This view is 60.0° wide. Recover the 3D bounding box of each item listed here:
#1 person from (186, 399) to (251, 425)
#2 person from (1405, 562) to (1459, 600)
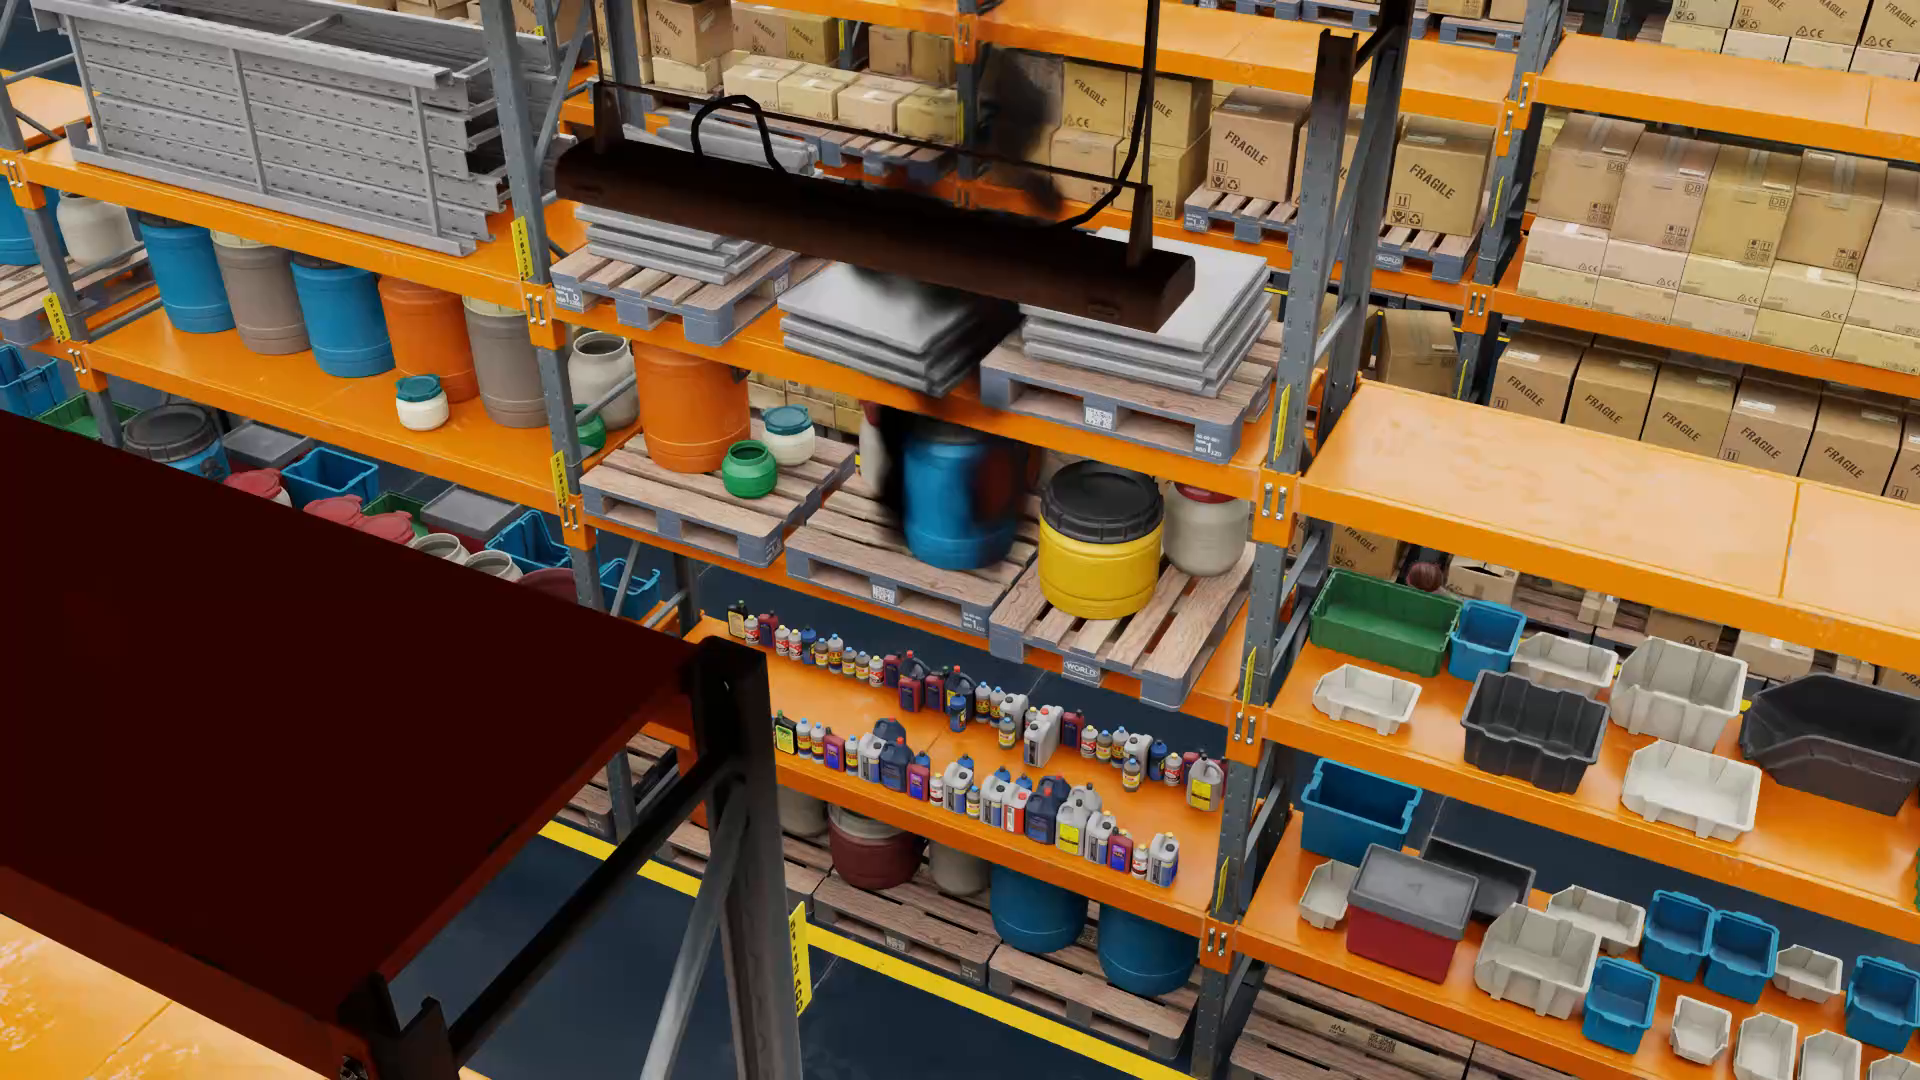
[{"bbox_3d":[-6.284,-1.213,14.148,1.008,1.782,0.626,16,38,22],"label":"person"},{"bbox_3d":[3.077,0.806,11.333,0.754,1.614,0.498,8,36,11],"label":"person"}]
